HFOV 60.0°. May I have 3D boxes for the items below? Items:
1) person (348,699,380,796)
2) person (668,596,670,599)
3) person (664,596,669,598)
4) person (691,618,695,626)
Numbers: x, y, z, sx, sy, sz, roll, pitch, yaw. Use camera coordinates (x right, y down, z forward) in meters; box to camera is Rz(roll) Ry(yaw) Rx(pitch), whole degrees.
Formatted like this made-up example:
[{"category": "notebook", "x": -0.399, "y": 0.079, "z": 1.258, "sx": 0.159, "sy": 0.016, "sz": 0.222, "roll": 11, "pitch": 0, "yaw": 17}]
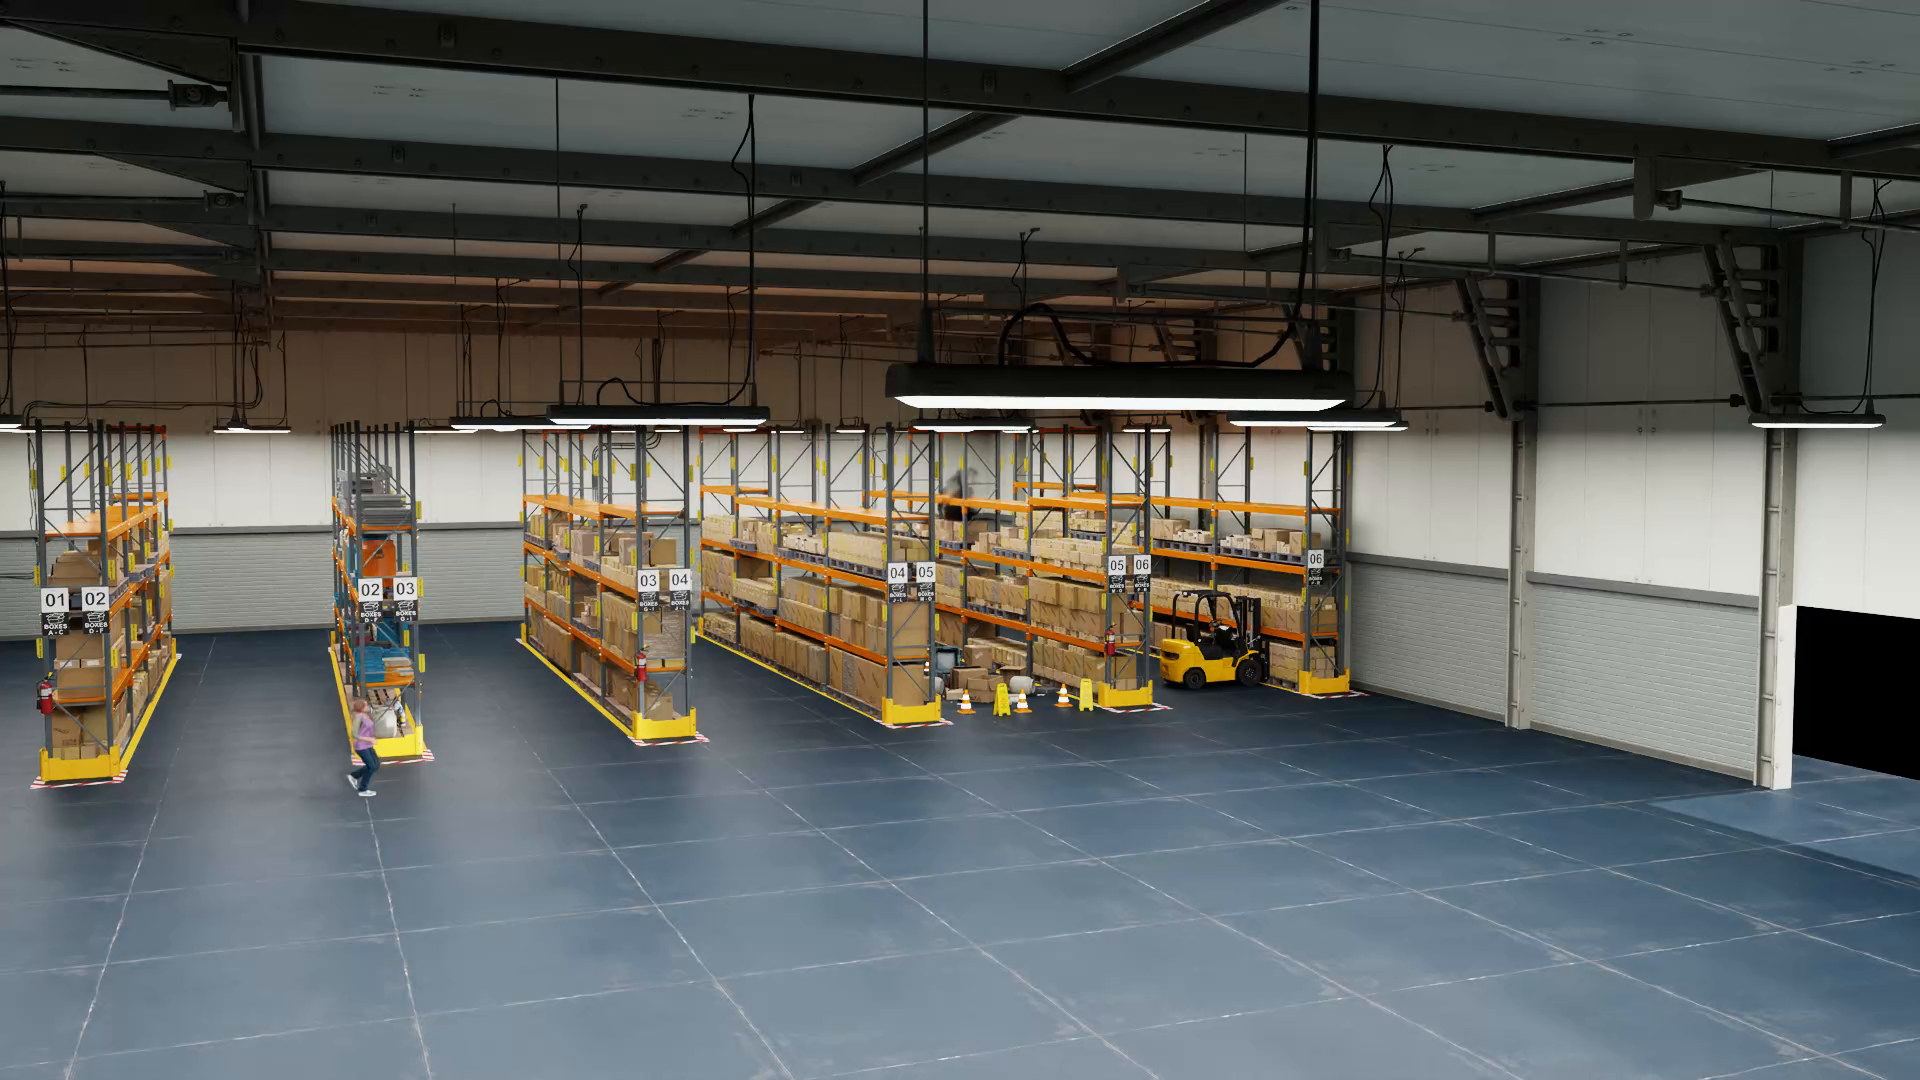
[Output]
[{"category": "person", "x": -9.469, "y": 3.295, "z": 26.399, "sx": 0.560, "sy": 1.550, "sz": 0.532, "roll": 0, "pitch": 4, "yaw": 0}, {"category": "person", "x": -7.582, "y": 2.051, "z": 44.754, "sx": 0.699, "sy": 1.734, "sz": 0.684, "roll": -1, "pitch": 4, "yaw": -13}, {"category": "person", "x": -8.708, "y": 1.912, "z": 47.673, "sx": 0.859, "sy": 1.669, "sz": 0.623, "roll": 0, "pitch": 4, "yaw": -1}, {"category": "person", "x": -8.220, "y": 1.817, "z": 49.008, "sx": 0.843, "sy": 1.710, "sz": 0.737, "roll": -2, "pitch": 4, "yaw": -29}]
